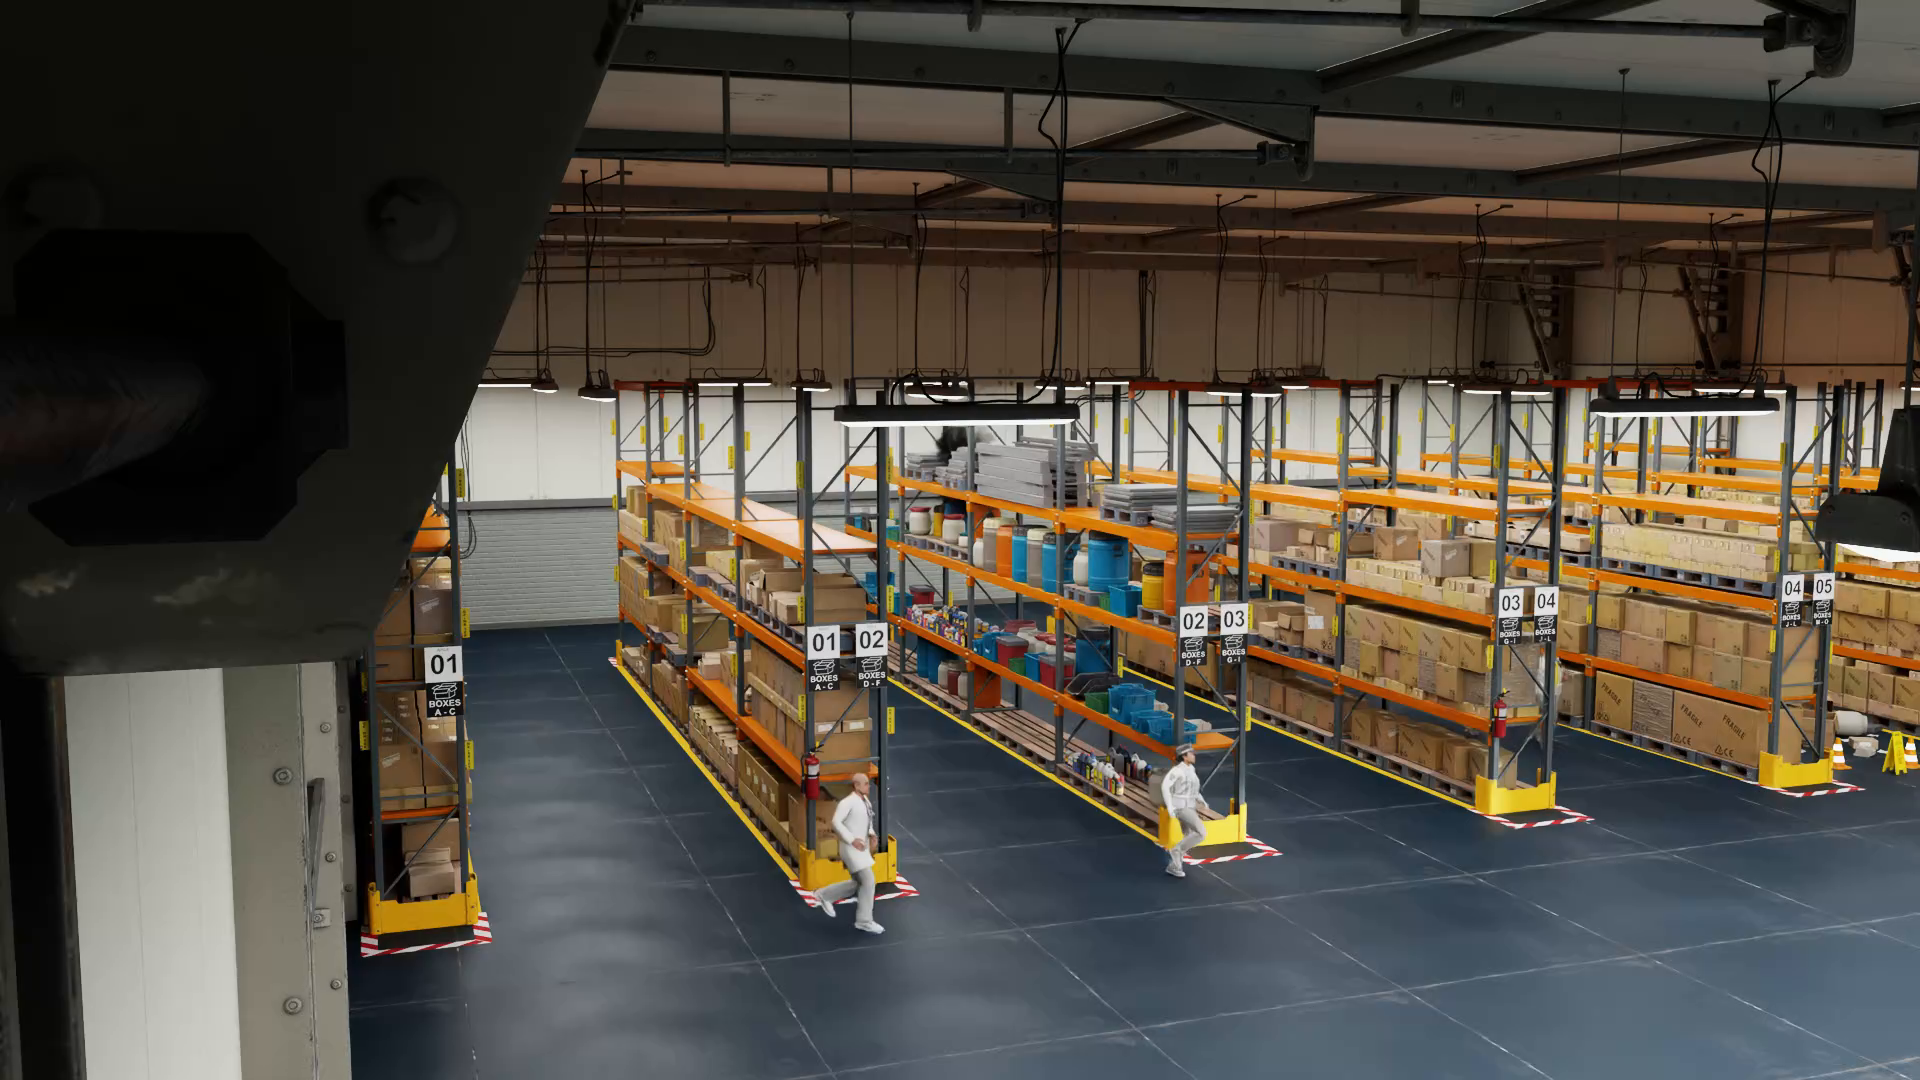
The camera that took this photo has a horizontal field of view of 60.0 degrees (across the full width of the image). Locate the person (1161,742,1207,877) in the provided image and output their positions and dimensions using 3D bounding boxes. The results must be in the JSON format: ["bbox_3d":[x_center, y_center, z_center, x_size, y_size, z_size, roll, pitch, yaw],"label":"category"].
[{"bbox_3d":[2.849,3.334,20.685,0.548,1.621,0.626,3,7,27],"label":"person"}]

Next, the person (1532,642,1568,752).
[{"bbox_3d":[9.700,2.565,27.437,0.633,1.849,0.776,-3,7,-30],"label":"person"}]

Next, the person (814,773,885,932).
[{"bbox_3d":[-1.212,3.505,18.868,0.903,1.733,0.764,2,6,17],"label":"person"}]

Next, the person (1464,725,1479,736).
[{"bbox_3d":[8.830,2.507,28.229,0.591,1.670,0.634,-4,7,-31],"label":"person"}]
